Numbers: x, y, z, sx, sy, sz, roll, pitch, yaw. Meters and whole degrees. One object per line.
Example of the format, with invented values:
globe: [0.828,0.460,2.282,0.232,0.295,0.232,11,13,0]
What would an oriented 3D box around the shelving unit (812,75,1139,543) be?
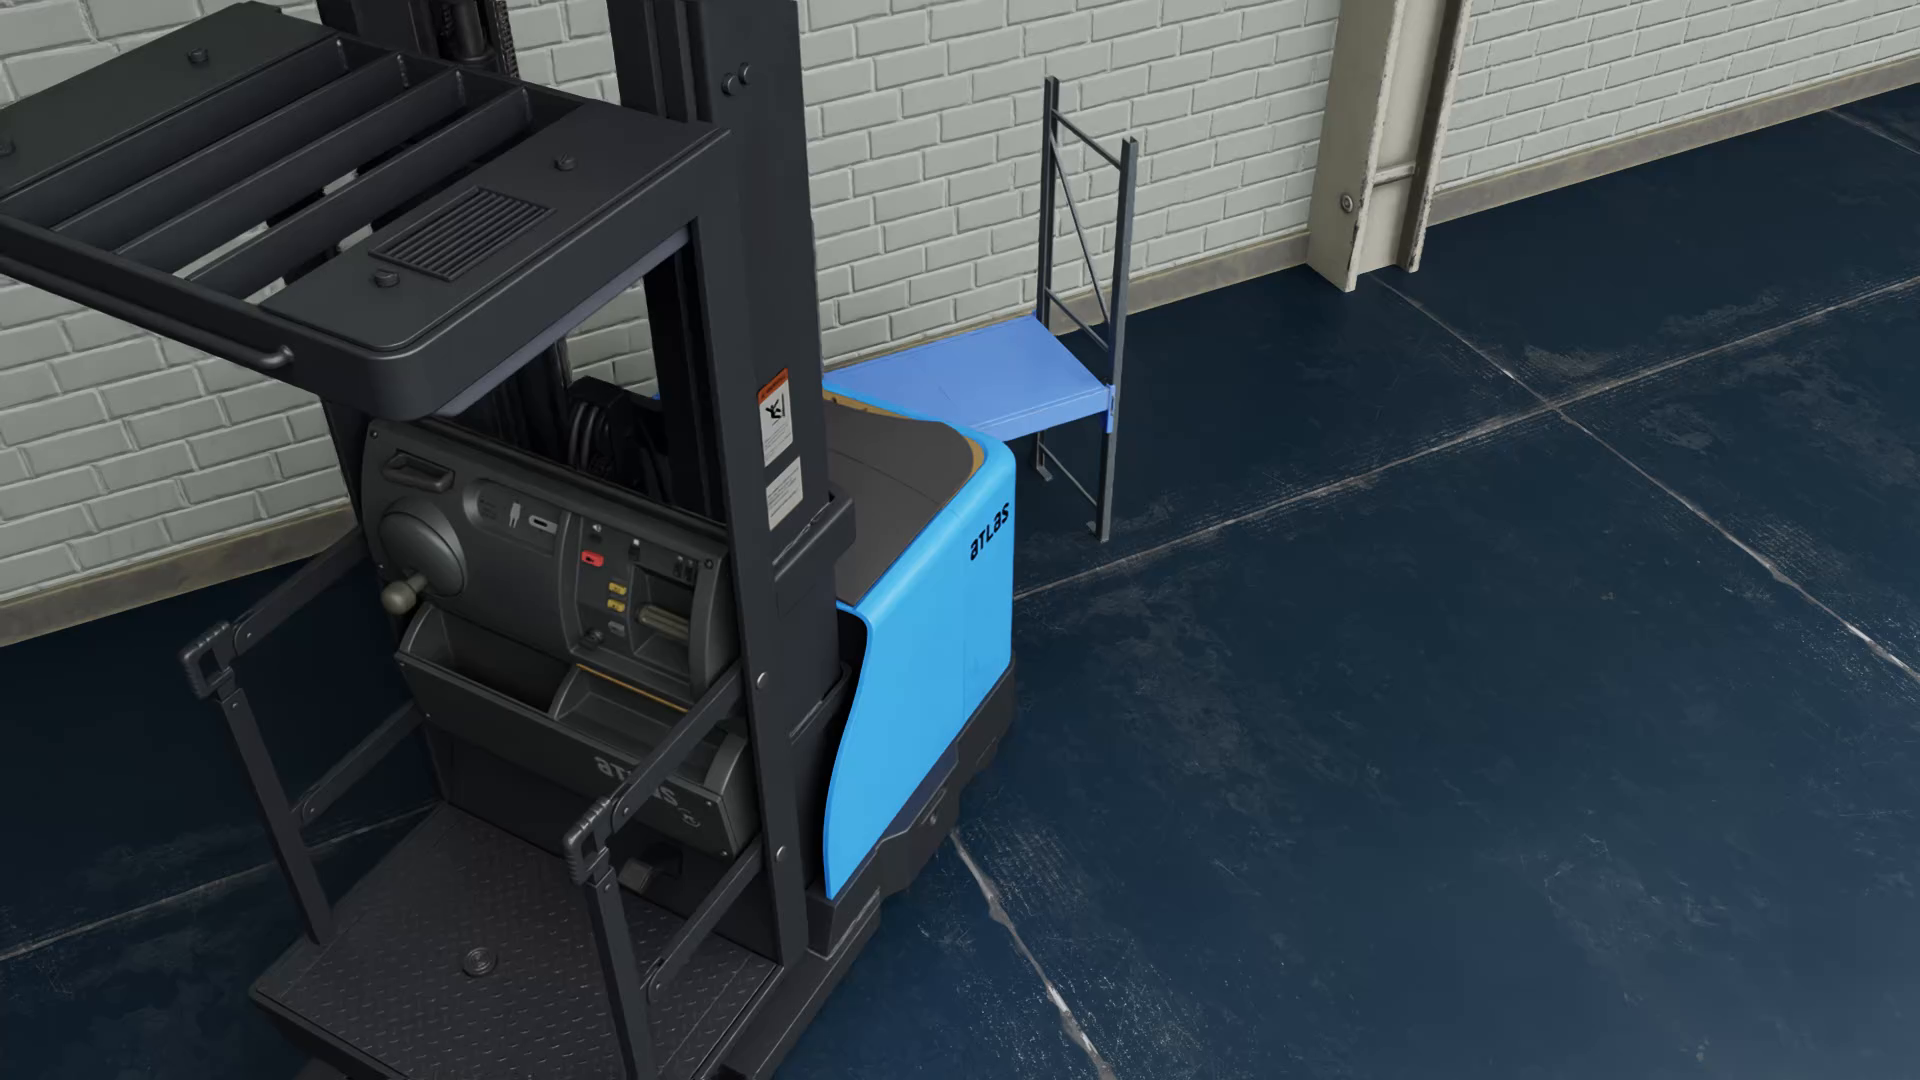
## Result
shelving unit: [-0.065,-0.560,5.250,1.048,1.500,0.538,-18,44,-20]

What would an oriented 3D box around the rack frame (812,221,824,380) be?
rack frame: [-0.516,-0.409,5.072,0.032,1.500,0.500,-18,44,-20]

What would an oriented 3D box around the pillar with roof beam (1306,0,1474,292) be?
pillar with roof beam: [3.708,-2.153,1.329,0.400,9.000,9.100,-19,44,-21]

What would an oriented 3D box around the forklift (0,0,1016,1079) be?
forklift: [-0.990,0.124,3.334,1.130,2.935,3.031,20,44,22]

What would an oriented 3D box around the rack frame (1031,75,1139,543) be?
rack frame: [0.387,-0.710,5.428,0.032,1.500,0.500,-18,44,-20]

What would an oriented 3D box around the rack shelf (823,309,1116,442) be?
rack shelf: [-0.065,-0.422,5.366,1.000,0.185,0.538,-18,44,-20]
